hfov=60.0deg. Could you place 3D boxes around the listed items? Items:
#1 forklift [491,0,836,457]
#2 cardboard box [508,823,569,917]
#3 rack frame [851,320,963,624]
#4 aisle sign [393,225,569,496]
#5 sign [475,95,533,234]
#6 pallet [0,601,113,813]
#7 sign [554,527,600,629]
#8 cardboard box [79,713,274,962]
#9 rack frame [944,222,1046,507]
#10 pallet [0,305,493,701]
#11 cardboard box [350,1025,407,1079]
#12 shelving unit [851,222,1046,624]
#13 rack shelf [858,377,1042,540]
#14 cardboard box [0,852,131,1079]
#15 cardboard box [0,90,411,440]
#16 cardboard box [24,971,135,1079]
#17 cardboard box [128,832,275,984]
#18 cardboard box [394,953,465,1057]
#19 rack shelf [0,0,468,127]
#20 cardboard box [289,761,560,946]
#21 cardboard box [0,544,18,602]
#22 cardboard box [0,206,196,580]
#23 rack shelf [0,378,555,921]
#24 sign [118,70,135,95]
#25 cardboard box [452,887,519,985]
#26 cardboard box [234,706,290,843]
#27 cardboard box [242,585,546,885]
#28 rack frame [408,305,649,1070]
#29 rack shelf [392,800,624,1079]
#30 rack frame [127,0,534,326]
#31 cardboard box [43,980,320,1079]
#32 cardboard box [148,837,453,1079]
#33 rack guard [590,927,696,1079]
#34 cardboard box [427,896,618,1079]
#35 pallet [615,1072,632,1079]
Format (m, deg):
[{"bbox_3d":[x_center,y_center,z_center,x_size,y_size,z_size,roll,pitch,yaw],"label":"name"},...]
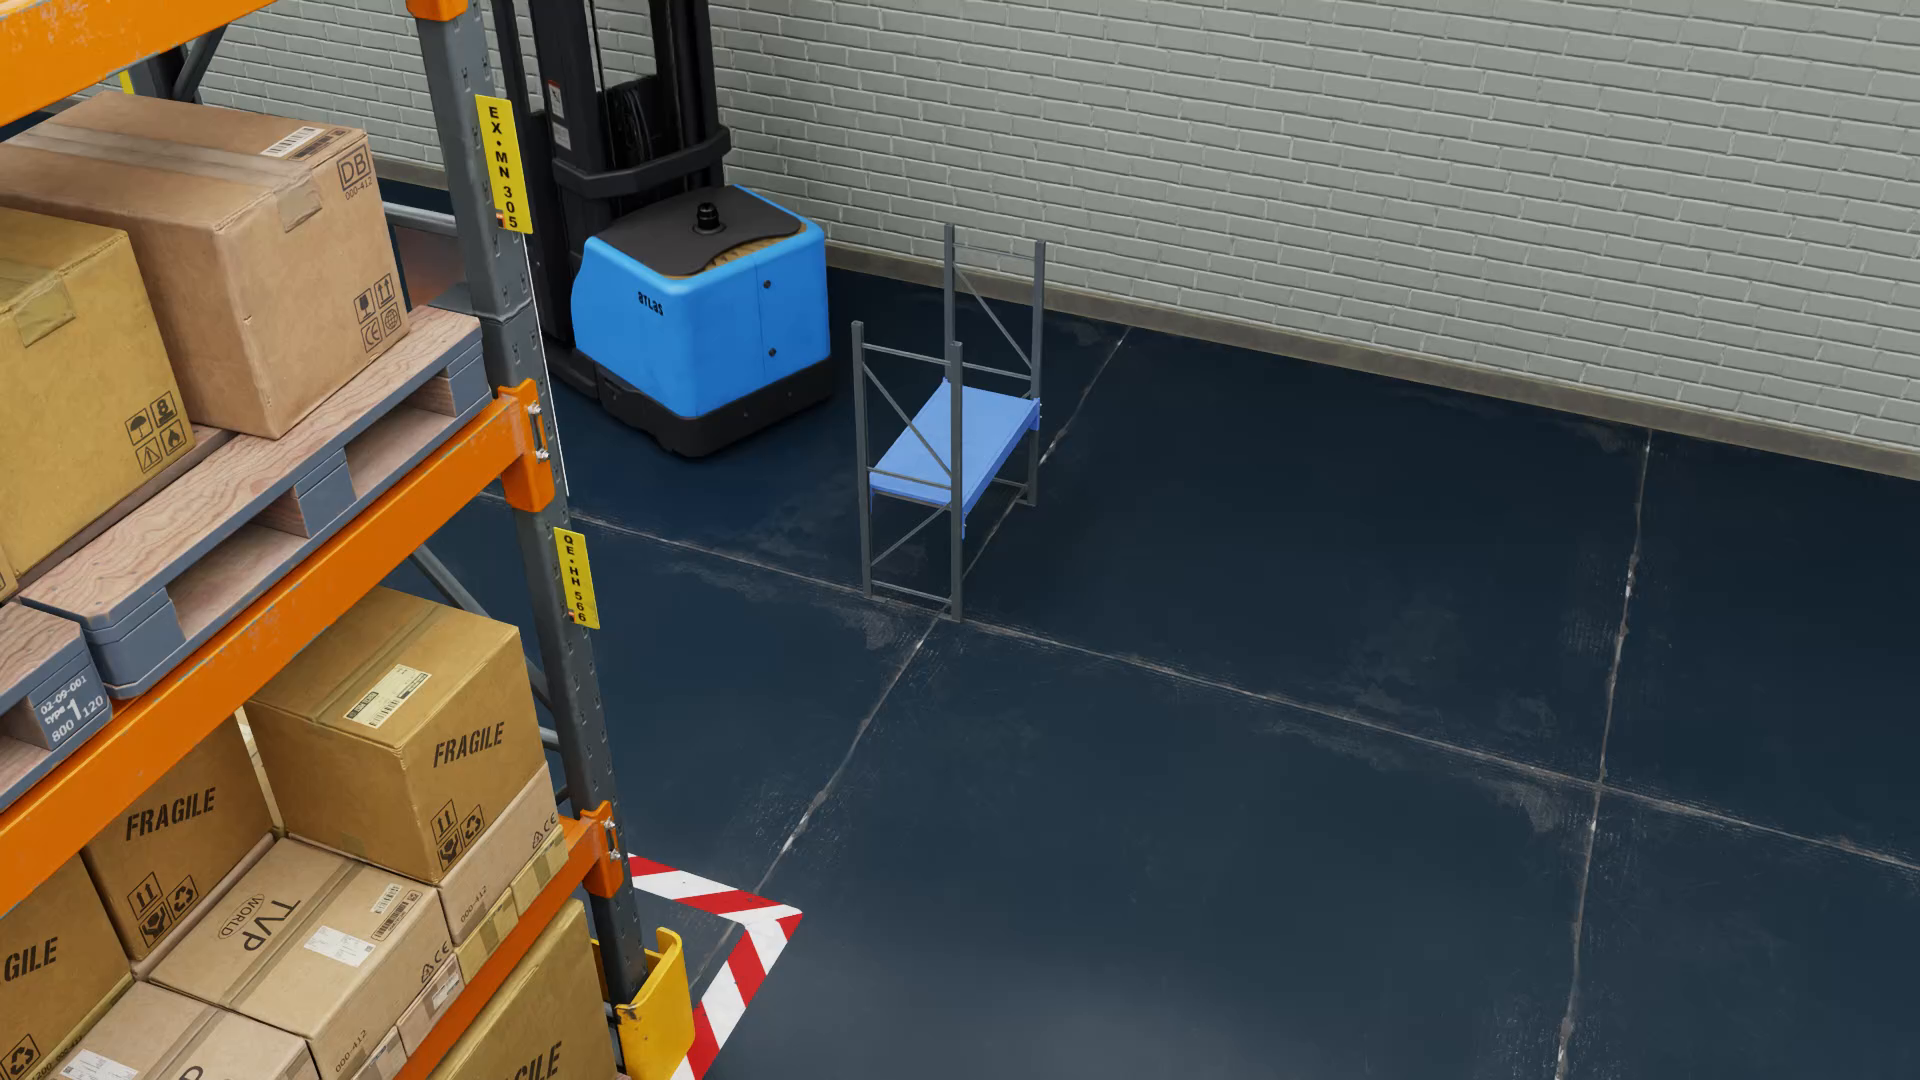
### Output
[{"bbox_3d":[-2.081,-2.402,9.117,1.130,2.935,3.031,-30,46,-34],"label":"forklift"},{"bbox_3d":[-1.376,0.907,4.843,0.380,0.149,0.250,15,39,19],"label":"cardboard box"},{"bbox_3d":[-0.226,-0.272,7.463,0.500,1.500,0.032,14,39,18],"label":"rack frame"},{"bbox_3d":[-1.240,-0.479,4.315,0.394,0.787,0.004,14,39,18],"label":"aisle sign"},{"bbox_3d":[-1.048,-0.859,3.817,0.100,0.325,0.005,14,39,18],"label":"sign"},{"bbox_3d":[-2.280,0.459,2.801,1.003,0.211,1.213,14,39,18],"label":"pallet"},{"bbox_3d":[-1.048,0.107,4.539,0.100,0.325,0.005,14,39,18],"label":"sign"},{"bbox_3d":[-2.167,0.656,4.220,0.500,0.500,0.500,13,39,17],"label":"cardboard box"},{"bbox_3d":[0.161,-0.835,8.216,0.500,1.500,0.032,14,39,18],"label":"rack frame"},{"bbox_3d":[-1.817,-0.219,3.708,1.003,0.211,1.213,14,39,18],"label":"pallet"},{"bbox_3d":[-1.666,1.328,4.279,0.380,0.149,0.250,15,39,19],"label":"cardboard box"},{"bbox_3d":[-0.032,-0.554,7.839,0.538,1.500,1.048,14,39,18],"label":"shelving unit"},{"bbox_3d":[-0.032,-0.409,7.947,0.538,0.185,1.000,14,39,18],"label":"rack shelf"},{"bbox_3d":[-2.359,0.944,3.834,0.500,0.500,0.500,13,39,17],"label":"cardboard box"},{"bbox_3d":[-1.693,-0.616,3.647,0.700,0.500,0.500,12,38,15],"label":"cardboard box"},{"bbox_3d":[-2.363,1.246,4.056,0.500,0.250,0.500,13,39,16],"label":"cardboard box"},{"bbox_3d":[-2.169,0.968,4.427,0.500,0.250,0.500,13,39,17],"label":"cardboard box"},{"bbox_3d":[-1.570,1.190,4.463,0.380,0.149,0.250,14,39,18],"label":"cardboard box"},{"bbox_3d":[-2.306,-0.313,2.189,1.077,0.370,4.000,14,39,18],"label":"rack shelf"},{"bbox_3d":[-1.484,0.804,4.648,0.500,0.250,0.500,13,39,17],"label":"cardboard box"},{"bbox_3d":[-2.170,-0.034,2.869,0.700,0.500,0.500,11,38,15],"label":"cardboard box"},{"bbox_3d":[-2.018,-0.332,3.267,0.700,0.500,0.500,12,39,16],"label":"cardboard box"},{"bbox_3d":[-2.306,0.728,2.968,1.077,0.370,4.000,14,39,18],"label":"rack shelf"},{"bbox_3d":[-2.056,-1.179,4.122,0.100,0.325,0.005,14,39,18],"label":"sign"},{"bbox_3d":[-1.473,1.051,4.650,0.380,0.149,0.250,14,39,18],"label":"cardboard box"},{"bbox_3d":[-1.977,0.679,4.814,0.500,0.250,0.500,13,39,17],"label":"cardboard box"},{"bbox_3d":[-1.487,0.504,4.422,0.500,0.500,0.500,14,39,18],"label":"cardboard box"},{"bbox_3d":[-1.545,0.534,5.132,1.000,3.000,0.127,14,39,18],"label":"rack frame"},{"bbox_3d":[-2.306,1.929,3.866,1.077,0.370,4.000,14,39,18],"label":"rack shelf"},{"bbox_3d":[-1.545,-1.869,3.336,1.000,3.000,0.127,14,39,18],"label":"rack frame"},{"bbox_3d":[-1.870,1.366,3.895,0.500,0.250,0.500,13,39,16],"label":"cardboard box"},{"bbox_3d":[-1.677,1.084,4.272,0.500,0.250,0.500,13,39,17],"label":"cardboard box"},{"bbox_3d":[-1.535,1.522,5.898,1.175,0.500,0.348,14,39,18],"label":"rack guard"},{"bbox_3d":[-1.714,1.589,5.144,0.875,0.875,0.875,14,39,18],"label":"cardboard box"},{"bbox_3d":[-1.776,2.111,5.351,1.003,0.211,1.213,14,39,18],"label":"pallet"}]
